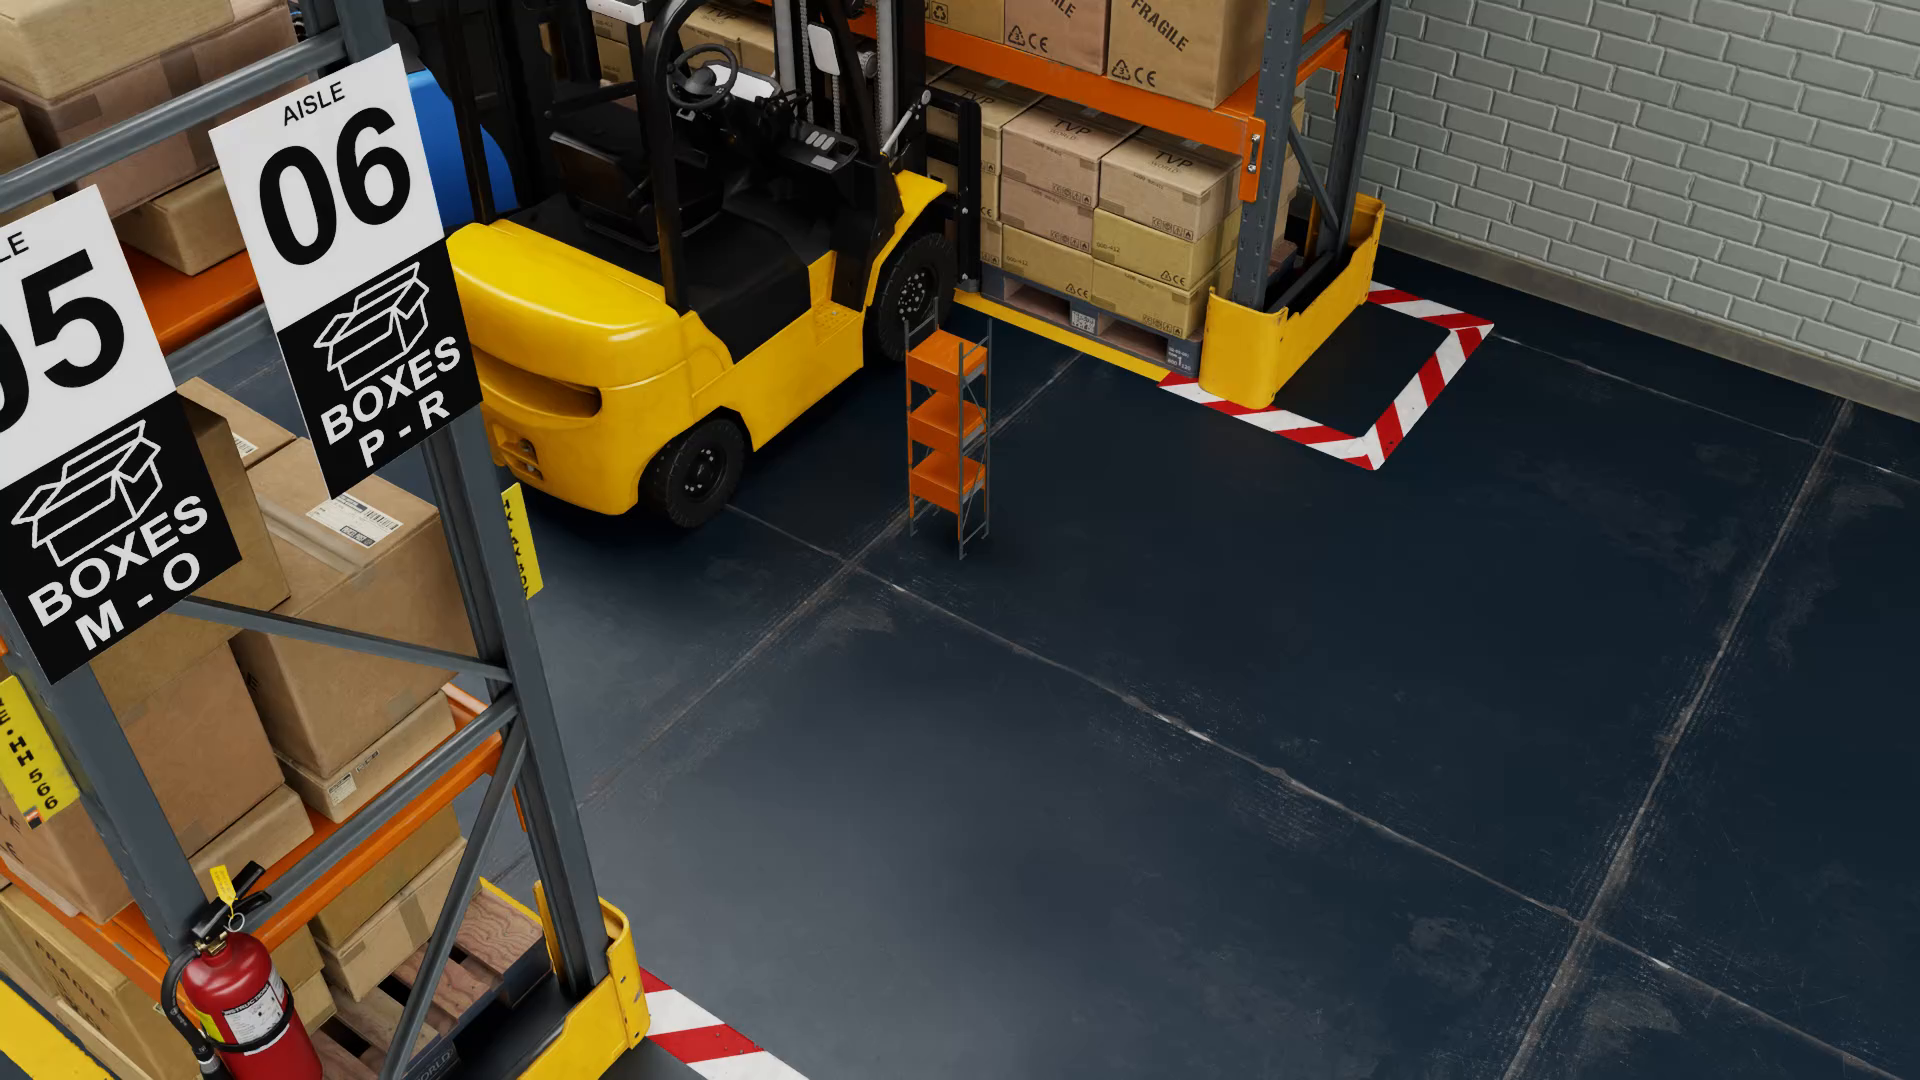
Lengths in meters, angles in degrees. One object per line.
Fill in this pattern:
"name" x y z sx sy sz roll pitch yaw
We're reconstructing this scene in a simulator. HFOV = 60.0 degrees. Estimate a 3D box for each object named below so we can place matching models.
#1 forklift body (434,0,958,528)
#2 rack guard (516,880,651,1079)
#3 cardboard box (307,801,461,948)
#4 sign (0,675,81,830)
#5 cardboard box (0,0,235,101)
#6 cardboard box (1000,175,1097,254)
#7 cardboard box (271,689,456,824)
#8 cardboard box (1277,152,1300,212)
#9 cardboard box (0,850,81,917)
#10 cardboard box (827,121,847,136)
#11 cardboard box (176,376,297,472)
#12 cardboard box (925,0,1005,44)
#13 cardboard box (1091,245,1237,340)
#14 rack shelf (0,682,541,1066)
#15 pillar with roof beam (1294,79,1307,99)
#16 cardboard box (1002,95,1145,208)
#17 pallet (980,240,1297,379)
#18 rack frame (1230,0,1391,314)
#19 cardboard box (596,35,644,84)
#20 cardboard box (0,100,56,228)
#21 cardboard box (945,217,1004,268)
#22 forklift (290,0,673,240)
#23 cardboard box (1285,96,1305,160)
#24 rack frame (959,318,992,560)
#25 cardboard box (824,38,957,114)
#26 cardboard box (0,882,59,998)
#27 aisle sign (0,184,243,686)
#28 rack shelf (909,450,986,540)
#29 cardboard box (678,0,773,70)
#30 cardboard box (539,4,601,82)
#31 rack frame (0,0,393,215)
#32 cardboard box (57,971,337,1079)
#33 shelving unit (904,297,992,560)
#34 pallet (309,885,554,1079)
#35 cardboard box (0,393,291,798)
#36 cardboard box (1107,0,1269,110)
"forklift body" -1.089 -1.488 6.800 1.214 2.155 2.313 25 48 25
"rack guard" -1.399 1.539 4.655 0.348 0.500 1.175 25 48 25
"cardboard box" -1.858 0.757 4.839 0.500 0.500 0.500 24 47 24
"sign" -1.672 0.383 2.967 0.005 0.325 0.100 25 48 25
"cardboard box" -1.510 -0.932 2.883 0.250 0.149 0.380 25 47 25
"cardboard box" 0.528 -1.606 7.668 0.500 0.250 0.500 25 47 25
"cardboard box" -1.496 0.487 4.144 0.250 0.149 0.380 25 48 25
"cardboard box" 1.245 -1.686 7.757 0.500 0.250 0.500 26 48 26
"cardboard box" -2.037 0.668 3.943 0.250 0.149 0.380 25 47 25
"cardboard box" -0.314 -1.986 8.092 0.500 0.250 0.500 25 47 25
"cardboard box" -1.991 -0.041 4.248 0.500 0.500 0.500 27 48 27
"cardboard box" 0.118 -2.557 7.283 0.500 0.500 0.500 24 47 25
"cardboard box" 0.945 -1.214 7.604 0.500 0.250 0.500 25 48 26
"rack shelf" -2.974 0.139 4.885 4.000 0.370 1.077 25 48 25
"pillar with roof beam" -1.014 -2.719 3.040 0.400 9.000 9.100 25 48 25
"cardboard box" 0.533 -1.777 7.484 0.500 0.250 0.500 26 48 26
"pallet" 0.860 -1.305 8.050 1.213 0.211 1.003 25 48 25
"rack frame" 1.511 -2.075 6.819 0.127 3.000 1.000 25 48 25
"cardboard box" -1.545 -2.570 8.745 0.500 0.250 0.500 25 47 25
"cardboard box" -1.910 -0.585 2.794 0.500 0.250 0.500 24 47 25
"cardboard box" 0.138 -1.606 8.042 0.500 0.250 0.500 26 48 26
"forklift" -2.040 -2.932 7.829 3.031 2.935 1.130 -23 47 -23
"cardboard box" 1.226 -1.866 7.584 0.500 0.250 0.500 24 47 25
"rack frame" 0.056 -0.365 6.371 0.008 1.050 0.200 25 48 25
"cardboard box" -0.296 -2.163 7.915 0.500 0.250 0.500 24 47 25
"cardboard box" -2.571 0.863 4.721 0.500 0.500 0.500 27 48 27
"aisle sign" -1.452 -0.150 2.719 0.004 0.787 0.394 25 48 25
"rack shelf" -0.044 -0.197 6.615 0.240 0.259 0.215 25 48 25
"cardboard box" -1.136 -2.553 8.351 0.500 0.250 0.500 25 48 25
"cardboard box" -2.198 -3.071 9.399 0.625 0.625 0.875 27 48 27
"rack frame" -1.336 -1.599 1.788 0.127 3.000 1.000 25 48 25
"cardboard box" -2.172 1.333 4.758 0.500 0.250 0.500 25 47 25
"shelving unit" -0.044 -0.412 6.423 0.252 1.050 0.215 25 48 25
"pallet" -2.043 1.316 5.120 1.213 0.211 1.003 25 48 25
"cardboard box" -1.880 0.040 3.408 0.500 0.500 0.700 24 47 24
"cardboard box" 0.957 -2.157 6.836 0.500 0.500 0.500 24 47 24
